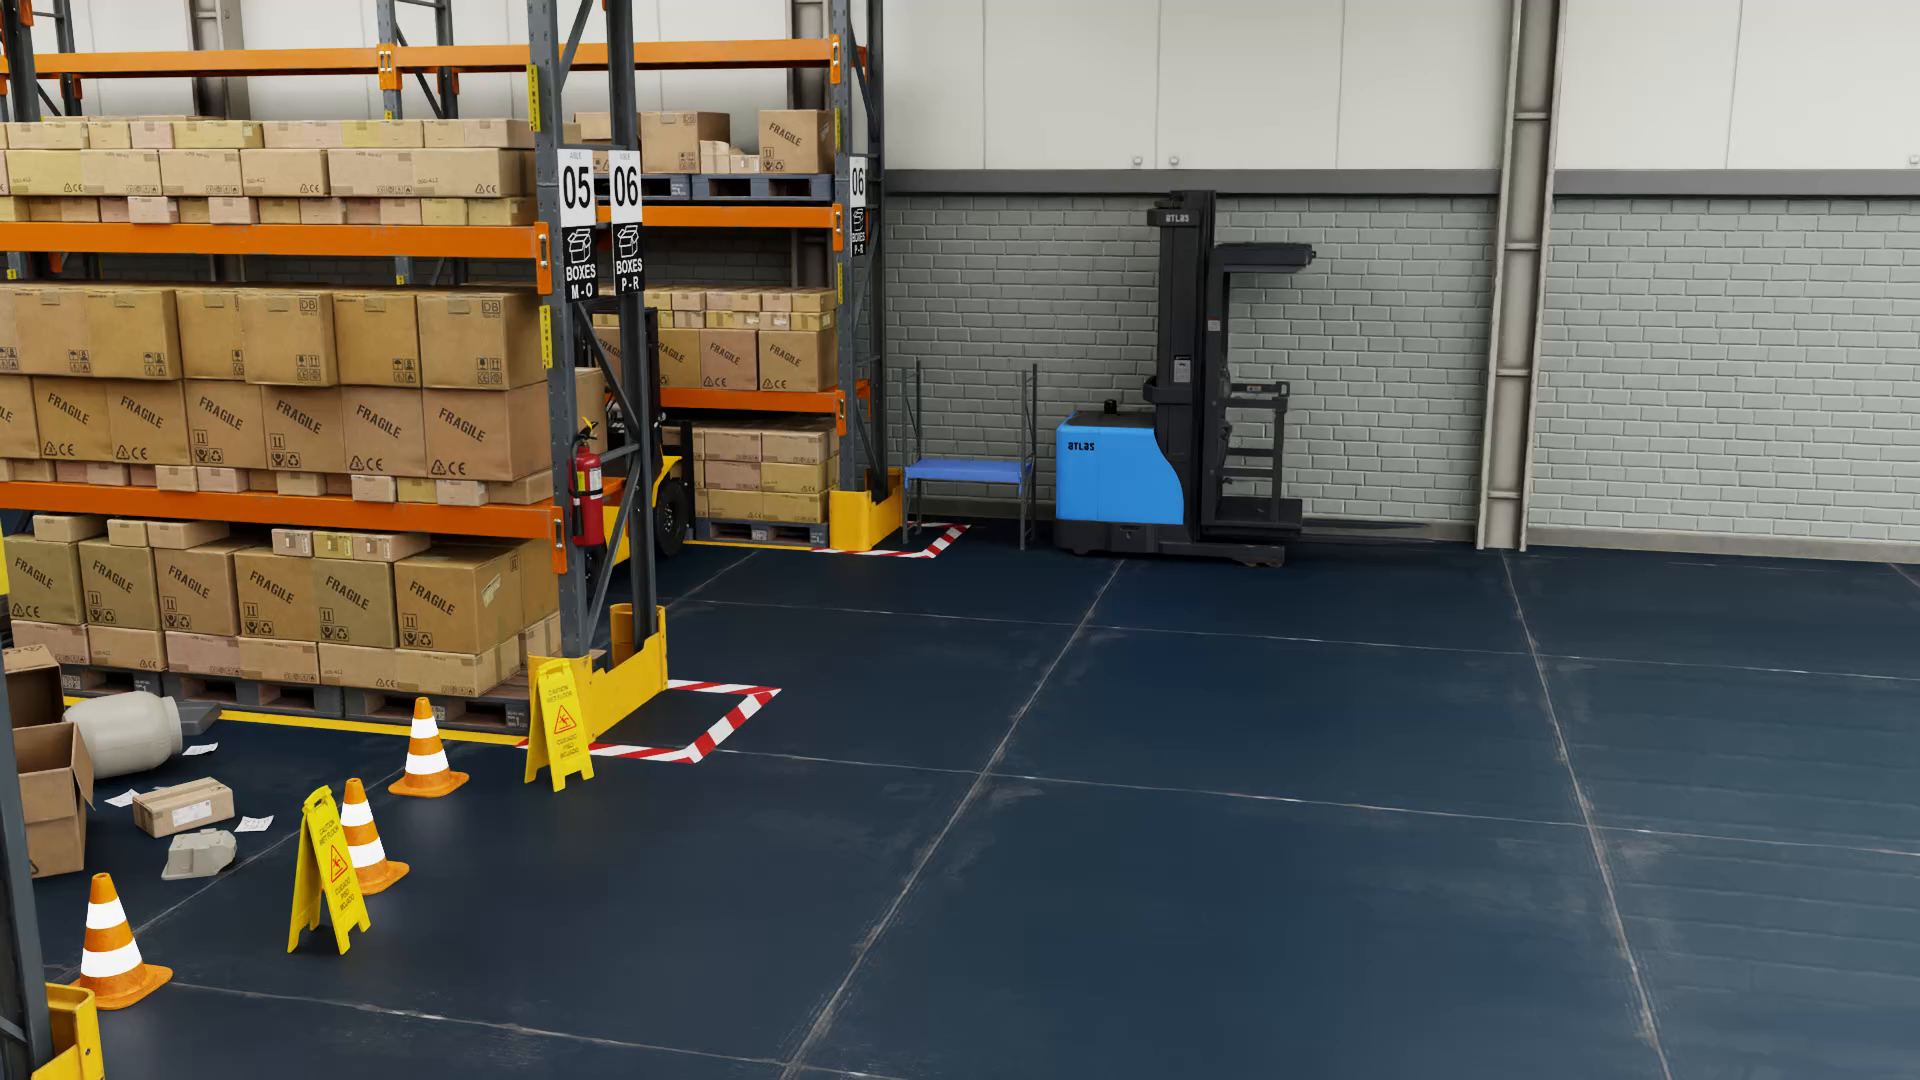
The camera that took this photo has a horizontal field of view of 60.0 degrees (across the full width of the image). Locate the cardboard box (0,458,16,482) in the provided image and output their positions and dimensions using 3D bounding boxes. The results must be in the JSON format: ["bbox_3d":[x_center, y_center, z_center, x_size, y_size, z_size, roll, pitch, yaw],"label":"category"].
[{"bbox_3d":[-5.661,-0.456,9.942,0.250,0.149,0.380,3,13,13],"label":"cardboard box"}]

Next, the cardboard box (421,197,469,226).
[{"bbox_3d":[-2.669,-1.762,8.905,0.250,0.149,0.380,3,13,14],"label":"cardboard box"}]

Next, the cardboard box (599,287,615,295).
[{"bbox_3d":[-2.950,-2.078,14.262,0.250,0.149,0.380,3,13,14],"label":"cardboard box"}]

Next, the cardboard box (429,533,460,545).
[{"bbox_3d":[-3.255,0.189,10.102,0.500,0.500,0.500,3,13,11],"label":"cardboard box"}]

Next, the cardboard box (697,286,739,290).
[{"bbox_3d":[-2.100,-2.127,14.482,0.250,0.149,0.380,3,13,15],"label":"cardboard box"}]

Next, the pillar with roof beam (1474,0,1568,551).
[{"bbox_3d":[3.513,-3.436,8.946,0.400,9.000,9.100,3,13,14],"label":"pillar with roof beam"}]

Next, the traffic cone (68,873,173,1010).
[{"bbox_3d":[-3.269,1.504,6.387,0.334,0.463,0.336,3,13,14],"label":"traffic cone"}]

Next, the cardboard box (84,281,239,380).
[{"bbox_3d":[-4.543,-1.213,9.550,0.500,0.500,0.700,3,13,12],"label":"cardboard box"}]

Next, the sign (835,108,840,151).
[{"bbox_3d":[-0.964,-3.243,13.139,0.005,0.325,0.100,3,13,14],"label":"sign"}]

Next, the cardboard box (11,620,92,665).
[{"bbox_3d":[-5.381,0.563,10.151,0.500,0.250,0.500,2,13,11],"label":"cardboard box"}]

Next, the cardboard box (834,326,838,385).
[{"bbox_3d":[-1.235,-1.631,14.431,0.500,0.500,0.500,3,13,15],"label":"cardboard box"}]

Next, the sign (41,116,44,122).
[{"bbox_3d":[-5.767,-2.493,10.428,0.005,0.325,0.100,3,13,14],"label":"sign"}]

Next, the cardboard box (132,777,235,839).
[{"bbox_3d":[-3.762,1.294,8.058,0.250,0.149,0.380,12,17,43],"label":"cardboard box"}]

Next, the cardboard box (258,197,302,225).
[{"bbox_3d":[-3.656,-1.828,9.204,0.250,0.149,0.380,3,13,12],"label":"cardboard box"}]

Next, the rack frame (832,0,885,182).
[{"bbox_3d":[-0.820,-4.427,13.413,0.127,3.000,1.000,3,13,14],"label":"rack frame"}]

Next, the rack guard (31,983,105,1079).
[{"bbox_3d":[-3.071,1.813,4.907,0.348,0.500,1.175,3,13,14],"label":"rack guard"}]

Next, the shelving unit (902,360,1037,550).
[{"bbox_3d":[0.083,-0.728,14.051,1.048,1.500,0.538,3,13,14],"label":"shelving unit"}]

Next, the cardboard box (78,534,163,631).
[{"bbox_3d":[-4.859,0.222,9.956,0.500,0.500,0.500,4,13,16],"label":"cardboard box"}]

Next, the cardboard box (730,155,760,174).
[{"bbox_3d":[-1.698,-3.073,13.615,0.250,0.149,0.380,3,13,12],"label":"cardboard box"}]

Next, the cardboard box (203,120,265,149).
[{"bbox_3d":[-3.902,-2.214,9.099,0.250,0.149,0.380,3,13,15],"label":"cardboard box"}]

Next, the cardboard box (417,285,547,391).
[{"bbox_3d":[-2.554,-1.117,9.118,0.500,0.500,0.700,3,13,12],"label":"cardboard box"}]

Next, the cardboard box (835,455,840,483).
[{"bbox_3d":[-1.227,-0.673,14.568,0.500,0.250,0.500,3,13,15],"label":"cardboard box"}]

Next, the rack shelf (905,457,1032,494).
[{"bbox_3d":[0.083,-0.552,14.090,1.000,0.185,0.538,3,13,14],"label":"rack shelf"}]

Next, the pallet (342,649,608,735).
[{"bbox_3d":[-2.860,0.853,9.900,1.213,0.211,1.003,3,13,14],"label":"pallet"}]

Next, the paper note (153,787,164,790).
[{"bbox_3d":[-4.059,1.270,8.486,0.123,0.001,0.032,3,13,14],"label":"paper note"}]

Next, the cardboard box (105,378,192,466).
[{"bbox_3d":[-4.552,-0.725,9.657,0.500,0.500,0.500,3,13,13],"label":"cardboard box"}]

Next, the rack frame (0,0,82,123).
[{"bbox_3d":[-8.587,-4.842,15.284,0.127,3.000,1.000,3,13,14],"label":"rack frame"}]

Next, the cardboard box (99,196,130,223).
[{"bbox_3d":[-4.648,-1.884,9.453,0.250,0.149,0.380,3,13,12],"label":"cardboard box"}]

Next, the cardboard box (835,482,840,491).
[{"bbox_3d":[-1.250,-0.428,14.615,0.500,0.250,0.500,3,13,14],"label":"cardboard box"}]

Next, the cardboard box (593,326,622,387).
[{"bbox_3d":[-2.851,-1.597,14.275,0.500,0.500,0.500,3,13,14],"label":"cardboard box"}]

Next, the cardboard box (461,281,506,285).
[{"bbox_3d":[-4.322,-2.264,15.097,0.250,0.149,0.380,3,13,14],"label":"cardboard box"}]

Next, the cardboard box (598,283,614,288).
[{"bbox_3d":[-3.086,-2.191,14.767,0.250,0.149,0.380,3,13,13],"label":"cardboard box"}]

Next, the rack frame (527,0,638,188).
[{"bbox_3d":[-2.006,-3.383,8.707,0.127,3.000,1.000,3,13,14],"label":"rack frame"}]

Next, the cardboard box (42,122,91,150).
[{"bbox_3d":[-4.900,-2.266,9.335,0.250,0.149,0.380,3,13,13],"label":"cardboard box"}]

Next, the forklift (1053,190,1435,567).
[{"bbox_3d":[2.341,-1.338,13.499,3.031,2.935,1.130,3,13,12],"label":"forklift"}]

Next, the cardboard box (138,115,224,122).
[{"bbox_3d":[-6.954,-3.539,14.903,0.500,0.500,0.500,3,13,15],"label":"cardboard box"}]

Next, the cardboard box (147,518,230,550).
[{"bbox_3d":[-4.513,-0.061,9.735,0.250,0.149,0.380,4,13,17],"label":"cardboard box"}]

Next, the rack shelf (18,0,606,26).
[{"bbox_3d":[-3.948,-3.134,9.253,4.000,0.370,1.077,3,13,14],"label":"rack shelf"}]

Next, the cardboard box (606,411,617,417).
[{"bbox_3d":[-3.196,-1.020,14.975,0.500,0.250,0.500,3,13,14],"label":"cardboard box"}]

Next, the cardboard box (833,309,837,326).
[{"bbox_3d":[-1.088,-1.936,14.307,0.250,0.149,0.380,3,13,12],"label":"cardboard box"}]

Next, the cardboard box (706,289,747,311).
[{"bbox_3d":[-1.950,-2.026,14.026,0.250,0.149,0.380,3,13,14],"label":"cardboard box"}]

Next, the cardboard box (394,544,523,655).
[{"bbox_3d":[-2.846,0.330,9.468,0.500,0.500,0.500,3,13,14],"label":"cardboard box"}]

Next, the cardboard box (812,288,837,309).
[{"bbox_3d":[-1.095,-2.072,14.230,0.250,0.149,0.380,3,13,12],"label":"cardboard box"}]

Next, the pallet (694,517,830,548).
[{"bbox_3d":[-1.573,-0.168,14.504,1.213,0.211,1.003,3,13,14],"label":"pallet"}]

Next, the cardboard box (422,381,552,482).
[{"bbox_3d":[-2.599,-0.619,9.180,0.500,0.500,0.500,3,13,13],"label":"cardboard box"}]

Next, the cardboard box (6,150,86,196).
[{"bbox_3d":[-5.025,-2.093,9.478,0.500,0.250,0.500,3,13,13],"label":"cardboard box"}]

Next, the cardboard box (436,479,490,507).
[{"bbox_3d":[-2.693,-0.296,9.223,0.250,0.149,0.380,3,13,13],"label":"cardboard box"}]

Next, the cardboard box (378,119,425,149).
[{"bbox_3d":[-2.899,-2.172,8.911,0.250,0.149,0.380,3,13,13],"label":"cardboard box"}]

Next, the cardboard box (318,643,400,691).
[{"bbox_3d":[-3.356,0.669,9.672,0.500,0.250,0.500,3,13,14],"label":"cardboard box"}]

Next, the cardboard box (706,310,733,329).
[{"bbox_3d":[-1.955,-1.872,14.016,0.250,0.149,0.380,3,13,13],"label":"cardboard box"}]

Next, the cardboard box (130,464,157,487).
[{"bbox_3d":[-4.640,-0.419,9.775,0.250,0.149,0.380,3,13,13],"label":"cardboard box"}]

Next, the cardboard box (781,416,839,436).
[{"bbox_3d":[-1.242,-0.914,14.498,0.500,0.250,0.500,3,13,13],"label":"cardboard box"}]

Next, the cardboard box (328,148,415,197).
[{"bbox_3d":[-3.052,-1.990,9.012,0.500,0.250,0.500,3,13,13],"label":"cardboard box"}]

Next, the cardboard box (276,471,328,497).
[{"bbox_3d":[-3.679,-0.358,9.502,0.250,0.149,0.380,3,13,13],"label":"cardboard box"}]

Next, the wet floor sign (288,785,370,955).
[{"bbox_3d":[-2.592,1.326,6.767,0.232,0.644,0.267,1,13,4],"label":"wet floor sign"}]

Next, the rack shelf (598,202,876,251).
[{"bbox_3d":[-2.762,-2.715,14.283,4.000,0.370,1.077,3,13,14],"label":"rack shelf"}]
